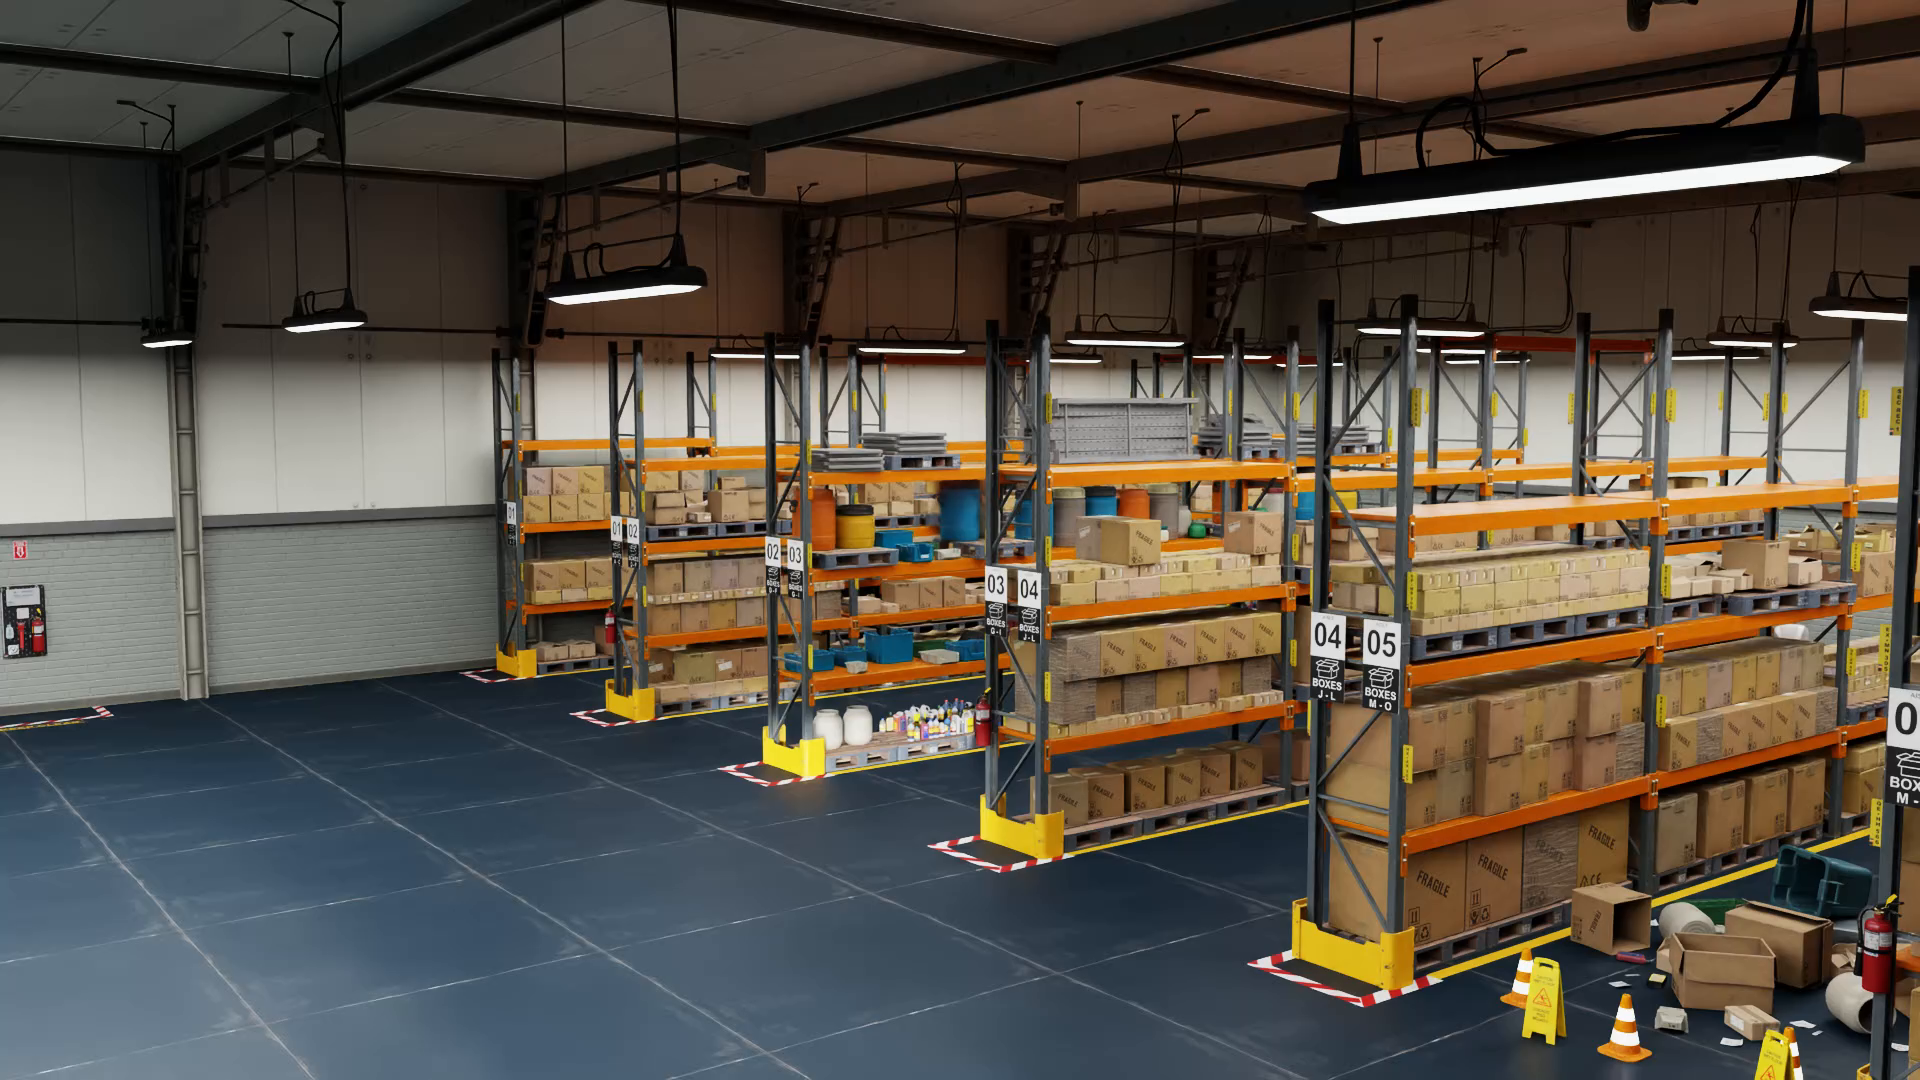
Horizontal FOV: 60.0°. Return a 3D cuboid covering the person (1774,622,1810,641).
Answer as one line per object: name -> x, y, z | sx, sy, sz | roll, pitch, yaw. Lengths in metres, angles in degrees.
person -> 13.209, 1.962, 26.405 | 0.518, 1.781, 0.593 | -5, 7, -43

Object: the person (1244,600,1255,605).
person -> 6.615, 0.981, 37.692 | 0.617, 1.743, 0.579 | 0, 5, 2
